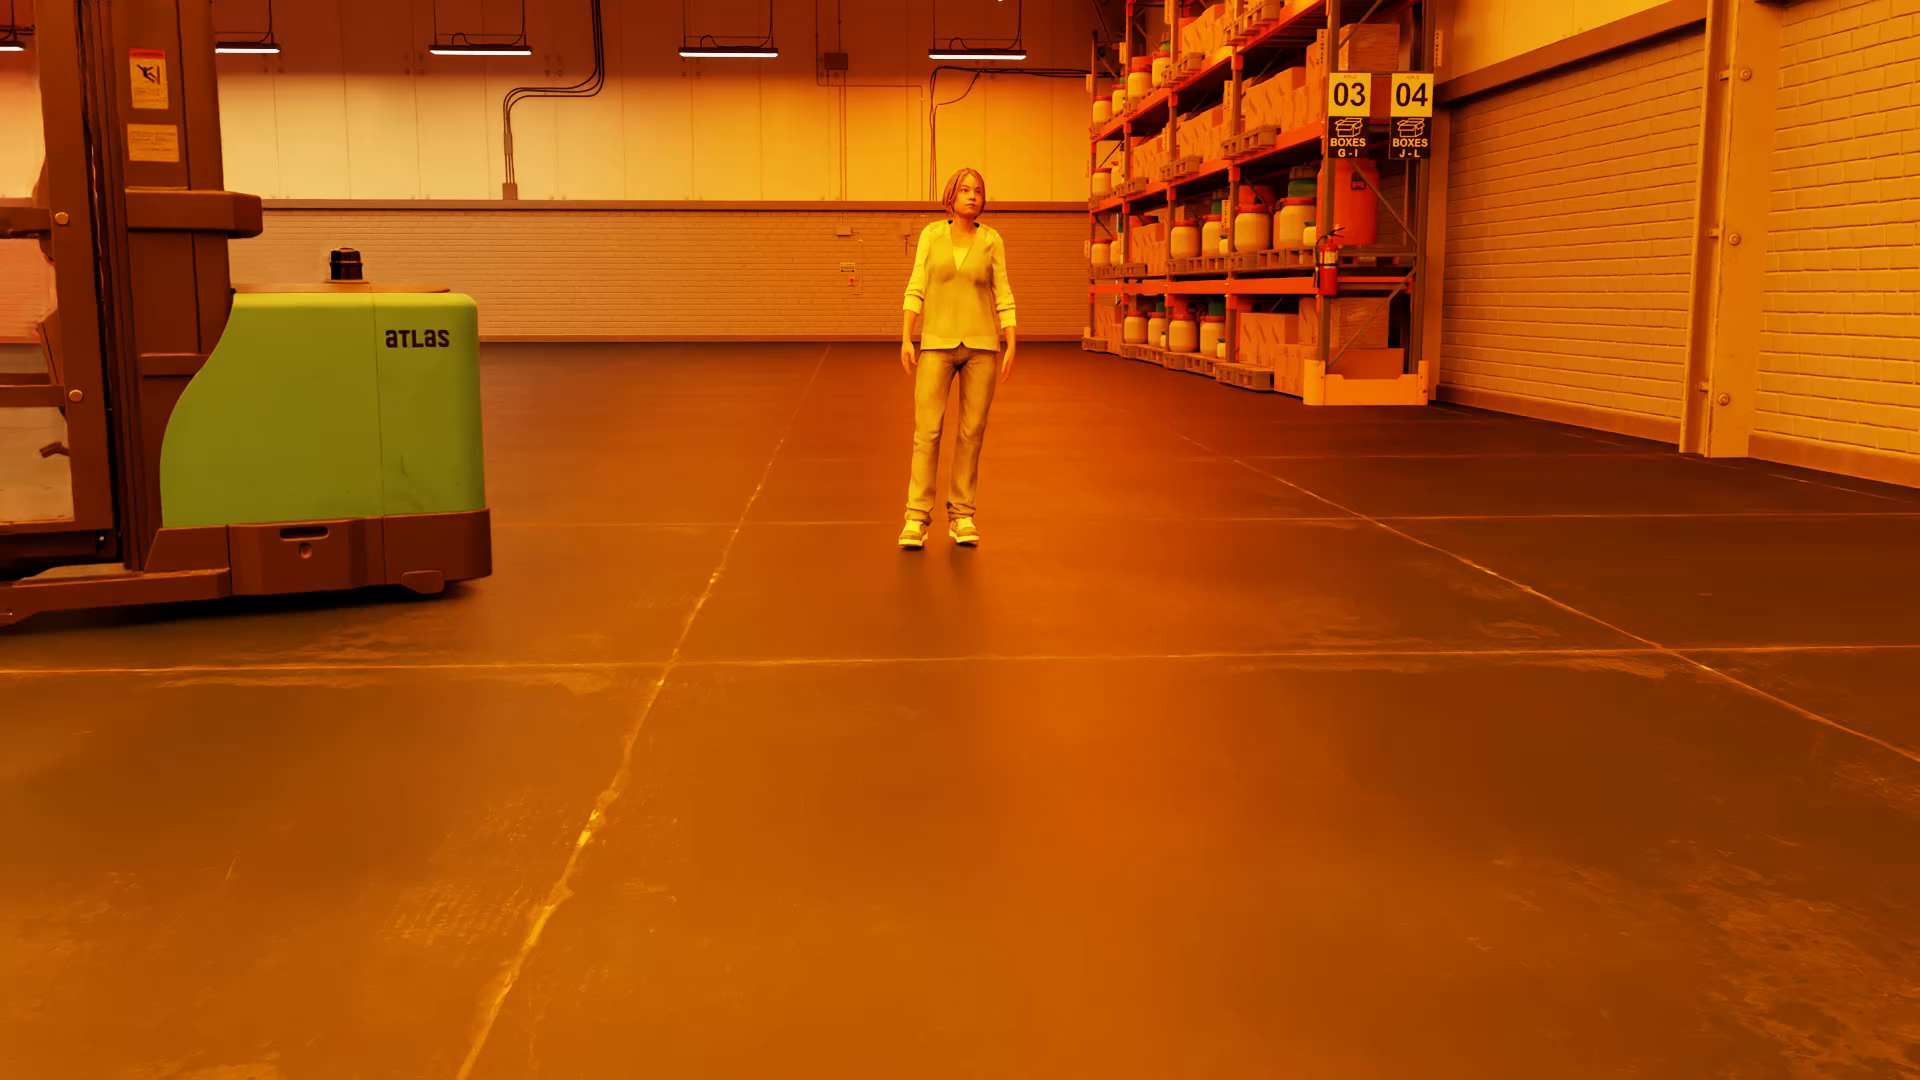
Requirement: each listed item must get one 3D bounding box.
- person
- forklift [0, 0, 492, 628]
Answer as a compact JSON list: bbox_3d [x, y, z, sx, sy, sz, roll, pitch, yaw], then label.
[{"bbox_3d":[-0.010,-0.787,7.117,0.520,1.599,0.473,-1,8,-4],"label":"person"},{"bbox_3d":[-3.240,-1.218,5.532,3.031,2.935,1.130,-4,9,-26],"label":"forklift"}]
